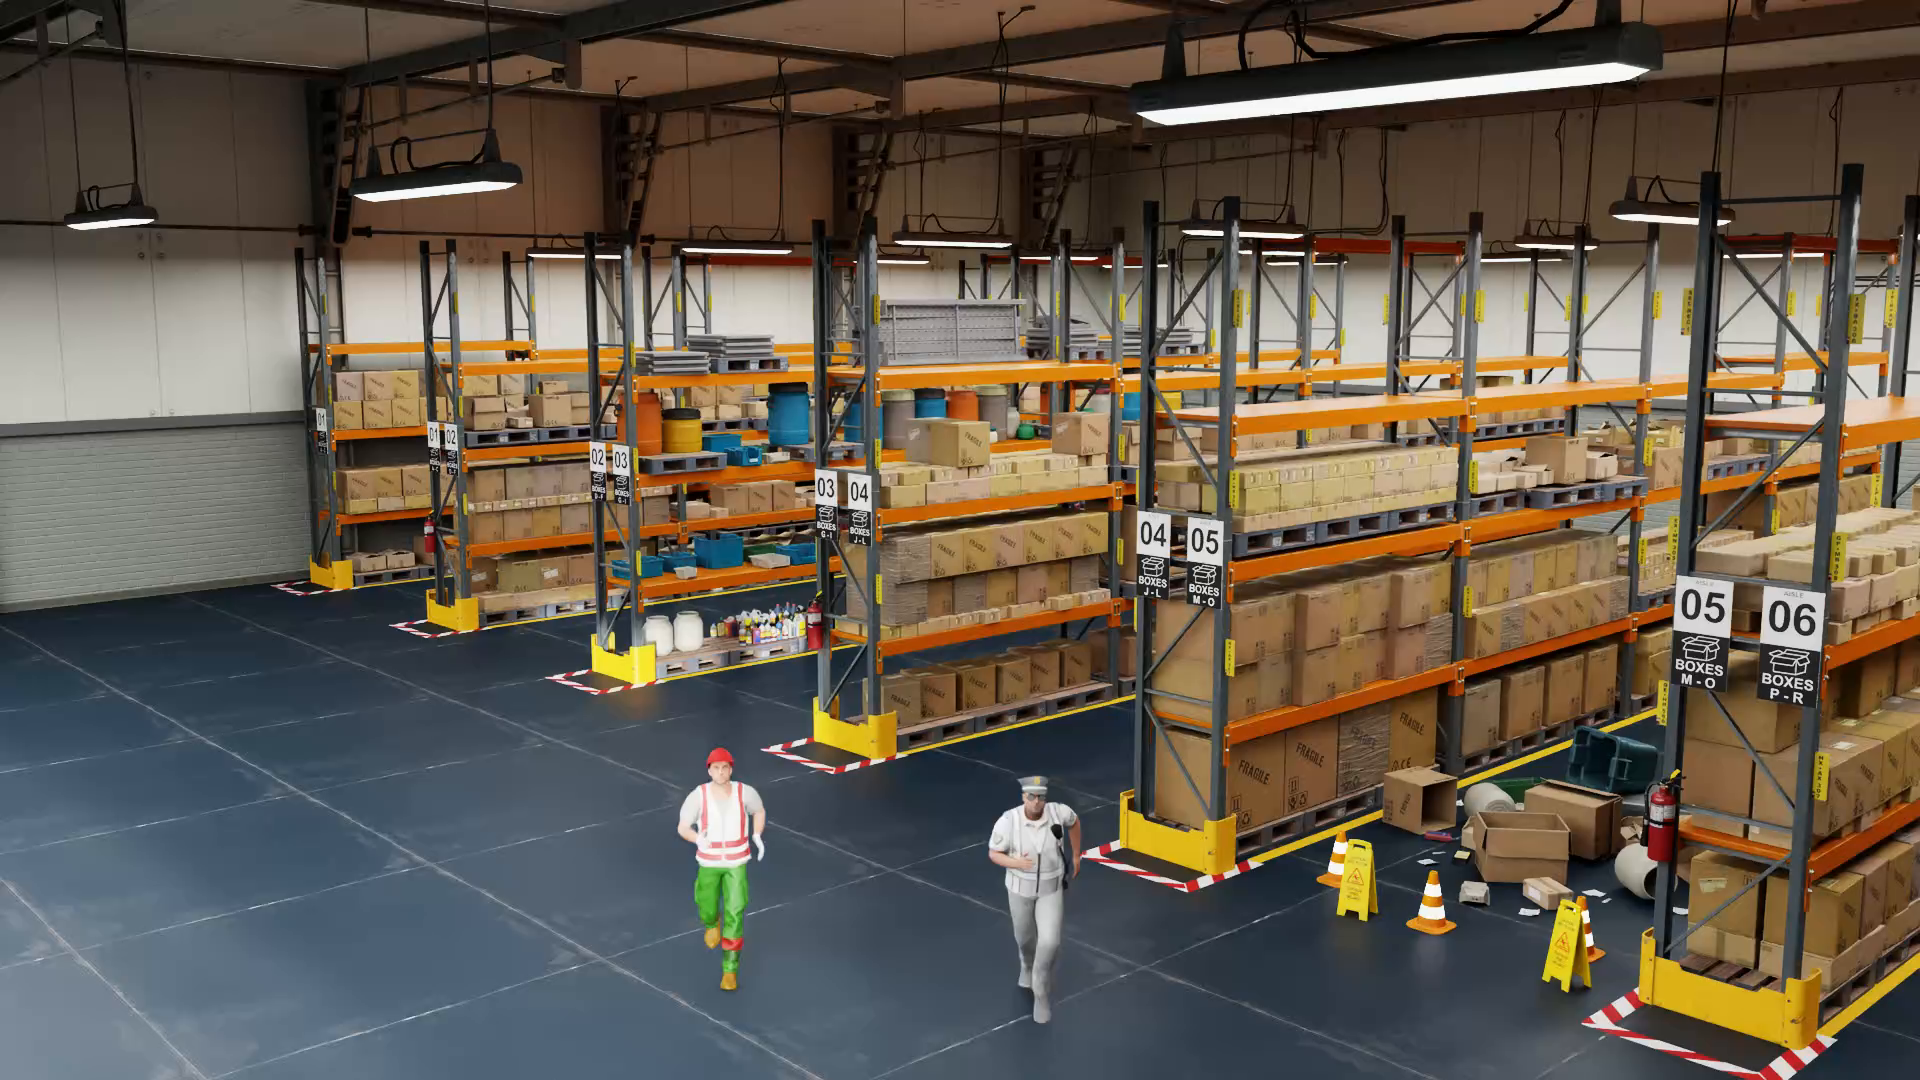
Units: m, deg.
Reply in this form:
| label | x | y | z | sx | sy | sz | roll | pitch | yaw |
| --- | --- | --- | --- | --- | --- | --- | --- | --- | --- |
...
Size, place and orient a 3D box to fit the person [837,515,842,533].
| label | x | y | z | sx | sy | sz | roll | pitch | yaw |
| --- | --- | --- | --- | --- | --- | --- | --- | --- | --- |
| person | -2.518 | -0.625 | 33.728 | 0.661 | 1.751 | 0.642 | 8 | 12 | 44 |

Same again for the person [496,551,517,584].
| label | x | y | z | sx | sy | sz | roll | pitch | yaw |
| --- | --- | --- | --- | --- | --- | --- | --- | --- | --- |
| person | -7.727 | 0.139 | 28.550 | 0.564 | 1.649 | 0.969 | 8 | 12 | 44 |

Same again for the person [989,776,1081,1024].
| label | x | y | z | sx | sy | sz | roll | pitch | yaw |
| --- | --- | --- | --- | --- | --- | --- | --- | --- | --- |
| person | 0.548 | 2.550 | 12.088 | 0.686 | 1.828 | 0.844 | 0 | 8 | -2 |

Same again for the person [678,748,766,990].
| label | x | y | z | sx | sy | sz | roll | pitch | yaw |
| --- | --- | --- | --- | --- | --- | --- | --- | --- | --- |
| person | -1.816 | 2.449 | 12.673 | 0.649 | 1.764 | 0.908 | -1 | 8 | -9 |
